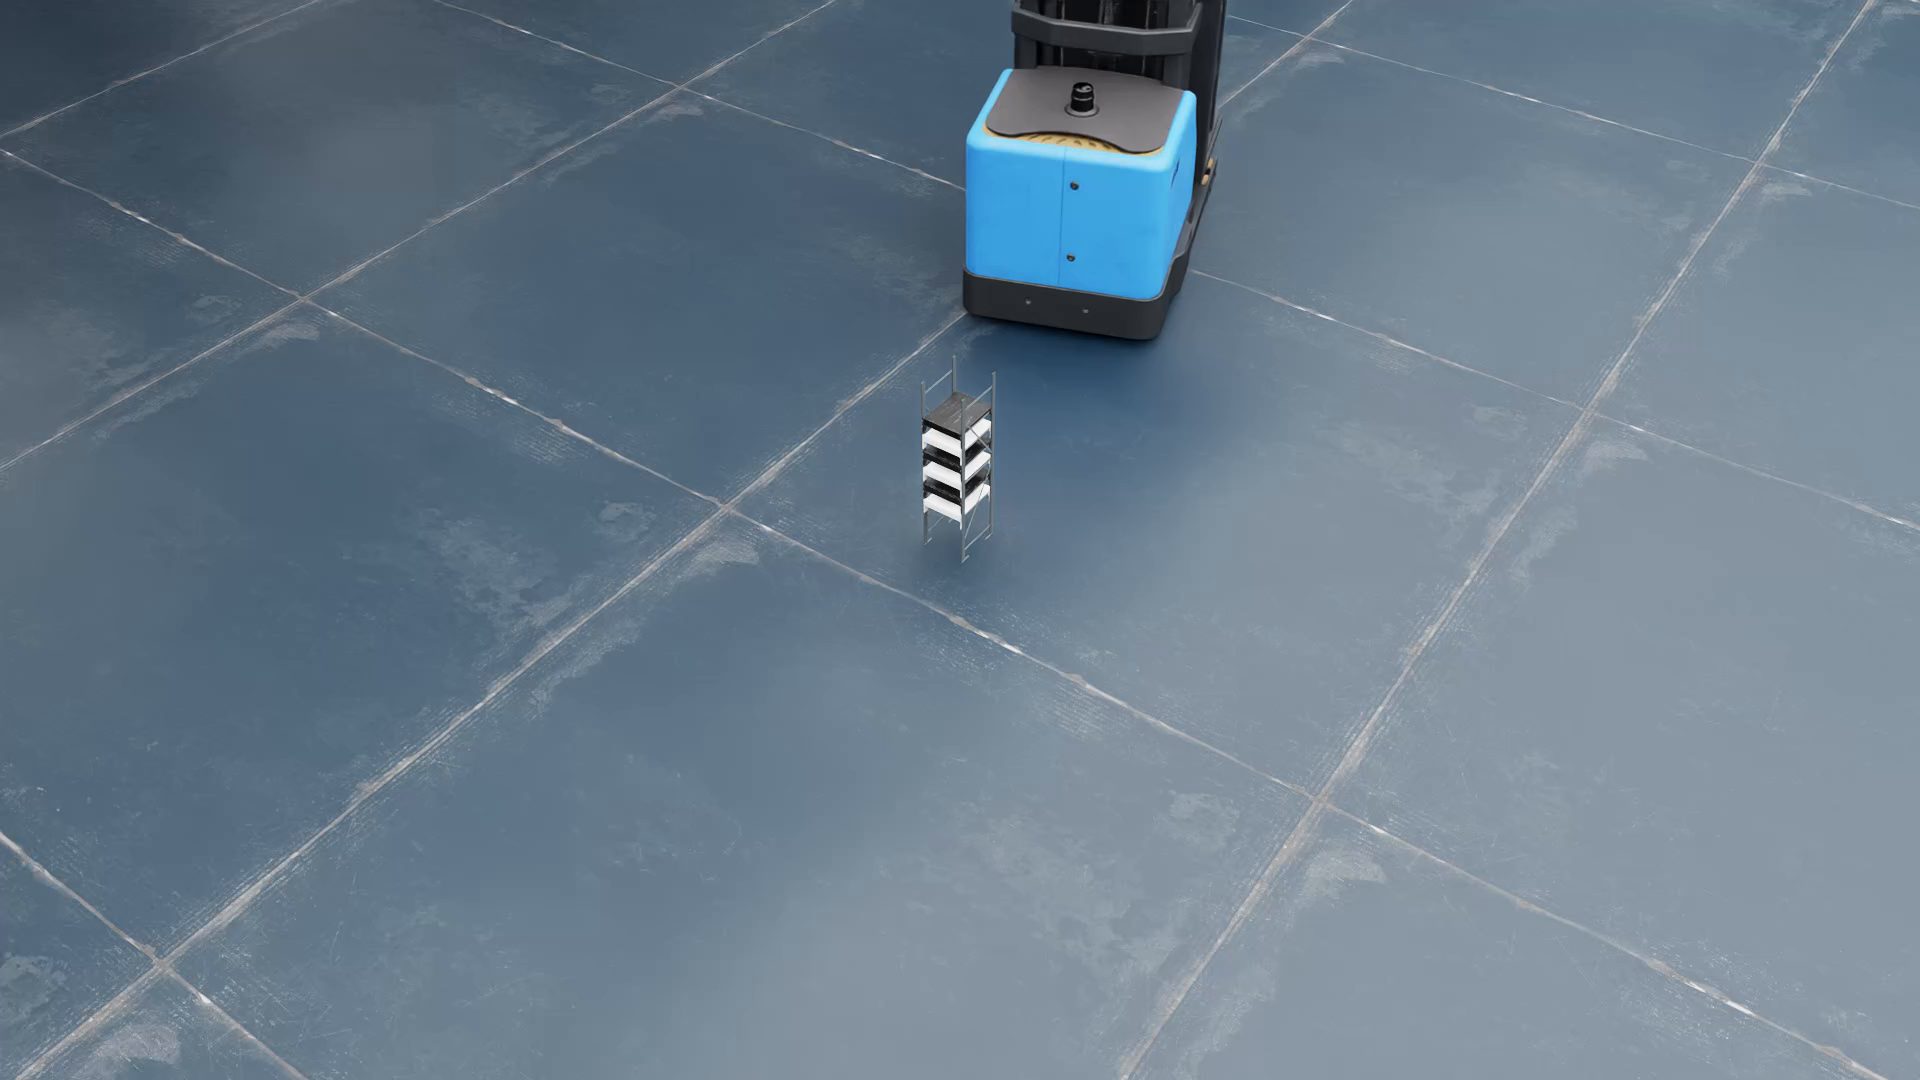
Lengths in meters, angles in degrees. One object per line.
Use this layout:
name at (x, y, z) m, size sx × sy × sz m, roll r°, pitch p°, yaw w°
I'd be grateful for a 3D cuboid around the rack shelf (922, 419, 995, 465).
rack shelf at (-0.007, -0.448, 7.104) m, size 0.200 × 0.077 × 0.258 m, roll 25°, pitch 48°, yaw 25°

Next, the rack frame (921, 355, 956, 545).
rack frame at (-0.090, -0.377, 7.245) m, size 0.006 × 0.900 × 0.240 m, roll 25°, pitch 48°, yaw 25°

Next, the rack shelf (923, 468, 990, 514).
rack shelf at (-0.007, -0.247, 7.284) m, size 0.200 × 0.077 × 0.258 m, roll 25°, pitch 48°, yaw 25°

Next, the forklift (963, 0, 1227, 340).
forklift at (0.896, -3.116, 8.782) m, size 1.130 × 2.935 × 3.031 m, roll 10°, pitch 43°, yaw 11°

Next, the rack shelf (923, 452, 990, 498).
rack shelf at (-0.007, -0.314, 7.224) m, size 0.200 × 0.077 × 0.258 m, roll 25°, pitch 48°, yaw 25°

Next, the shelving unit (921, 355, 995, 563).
shelving unit at (-0.007, -0.338, 7.202) m, size 0.210 × 0.900 × 0.258 m, roll 25°, pitch 48°, yaw 25°

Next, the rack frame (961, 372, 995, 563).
rack frame at (0.077, -0.300, 7.158) m, size 0.006 × 0.900 × 0.240 m, roll 25°, pitch 48°, yaw 25°

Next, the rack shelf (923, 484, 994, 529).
rack shelf at (-0.007, -0.179, 7.344) m, size 0.200 × 0.077 × 0.258 m, roll 25°, pitch 48°, yaw 25°

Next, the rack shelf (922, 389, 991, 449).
rack shelf at (-0.007, -0.515, 7.044) m, size 0.200 × 0.077 × 0.258 m, roll 25°, pitch 48°, yaw 25°

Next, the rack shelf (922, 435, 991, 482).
rack shelf at (-0.007, -0.381, 7.164) m, size 0.200 × 0.077 × 0.258 m, roll 25°, pitch 48°, yaw 25°
